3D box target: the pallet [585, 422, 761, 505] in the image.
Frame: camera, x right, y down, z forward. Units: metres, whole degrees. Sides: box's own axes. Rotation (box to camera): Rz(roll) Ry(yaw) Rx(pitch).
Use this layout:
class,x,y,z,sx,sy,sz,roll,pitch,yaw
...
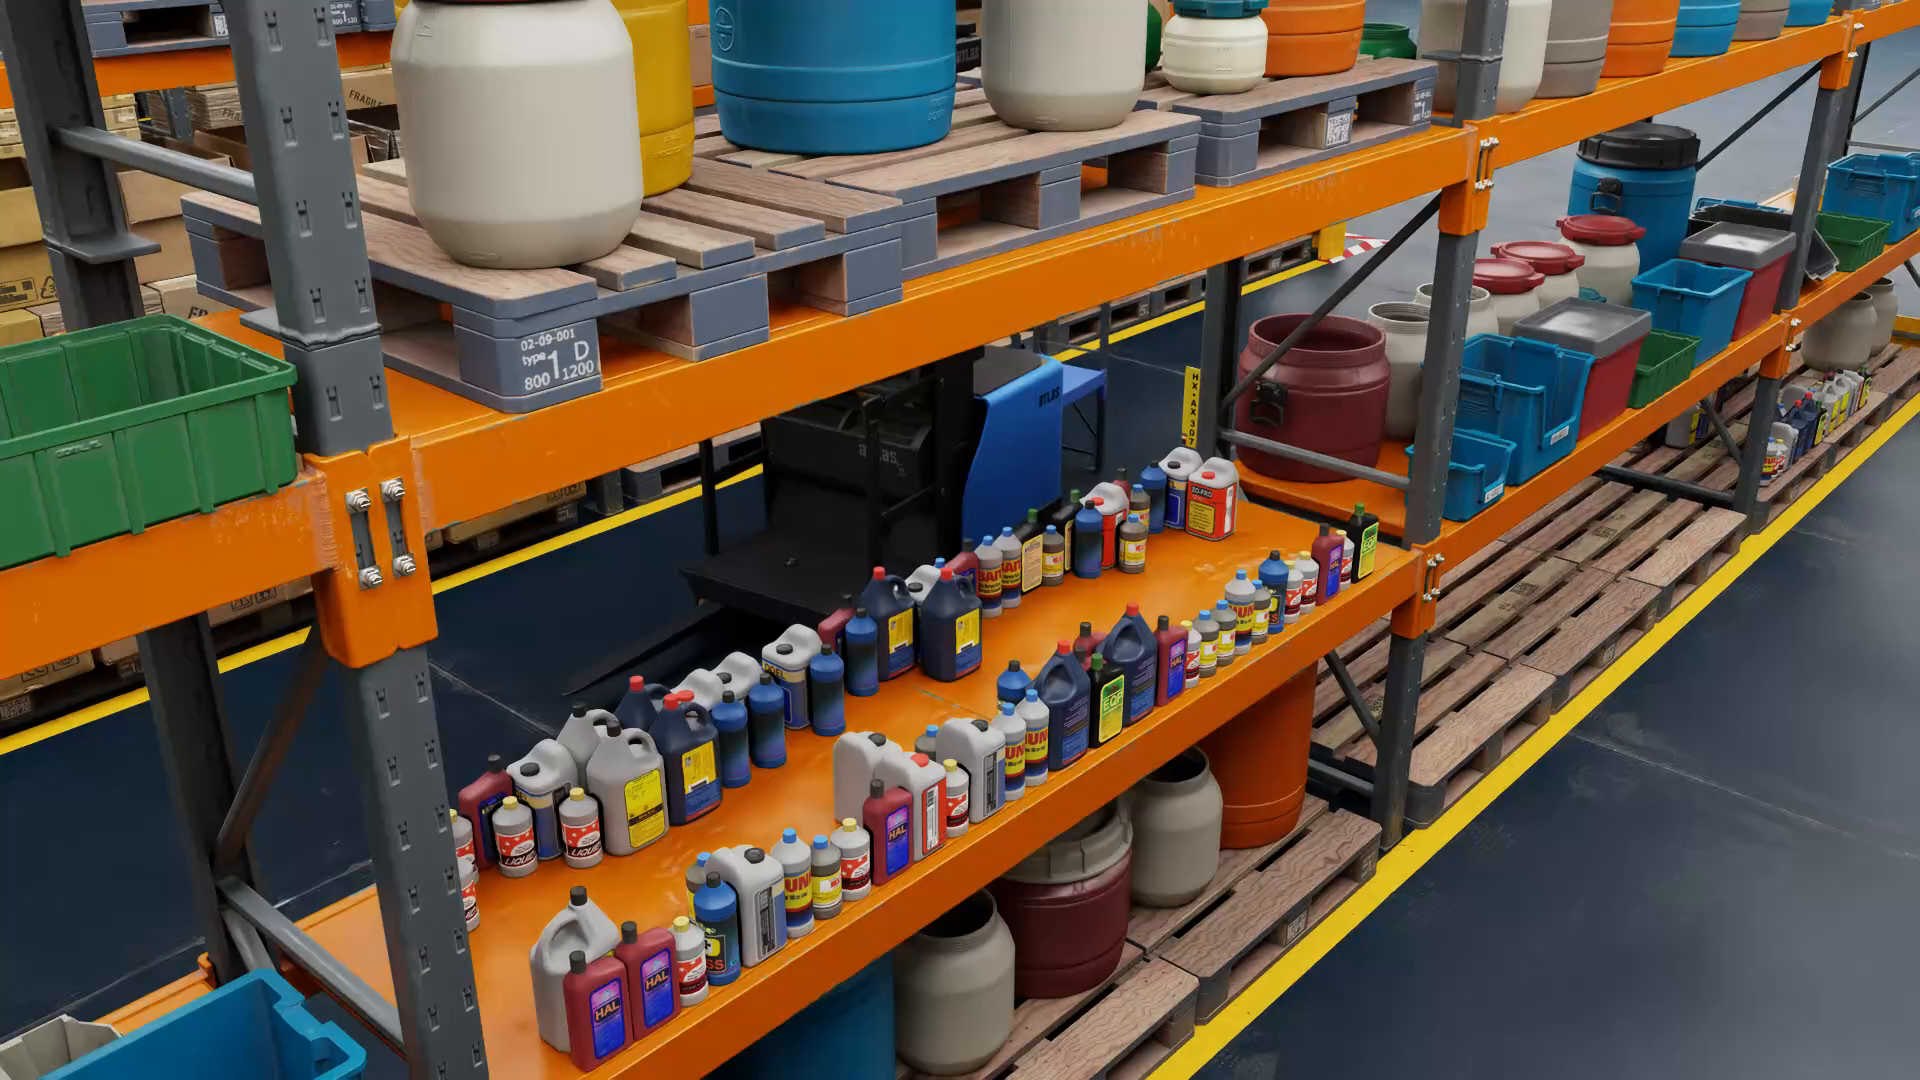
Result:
class,x,y,z,sx,sy,sz,roll,pitch,yaw
pallet,-1.830,-0.613,10.360,1.003,0.211,1.213,20,31,38

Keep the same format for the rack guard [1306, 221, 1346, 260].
class,x,y,z,sx,sy,sz,roll,pitch,yaw
rack guard,2.936,-2.922,15.155,1.175,0.500,0.348,20,31,38

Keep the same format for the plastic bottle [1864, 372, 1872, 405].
class,x,y,z,sx,sy,sz,roll,pitch,yaw
plastic bottle,5.776,-0.978,10.646,0.097,0.201,0.097,0,24,0

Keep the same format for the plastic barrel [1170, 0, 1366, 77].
class,x,y,z,sx,sy,sz,roll,pitch,yaw
plastic barrel,0.955,-1.880,5.071,0.600,0.830,0.708,20,31,38

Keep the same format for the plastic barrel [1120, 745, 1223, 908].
class,x,y,z,sx,sy,sz,roll,pitch,yaw
plastic barrel,0.712,0.998,5.885,0.421,0.512,0.421,0,24,0

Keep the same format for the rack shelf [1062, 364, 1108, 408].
class,x,y,z,sx,sy,sz,roll,pitch,yaw
rack shelf,0.387,-0.818,9.680,0.538,0.185,1.000,15,28,30

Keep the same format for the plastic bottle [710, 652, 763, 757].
class,x,y,z,sx,sy,sz,roll,pitch,yaw
plastic bottle,-0.641,0.465,4.697,0.152,0.276,0.135,20,31,38

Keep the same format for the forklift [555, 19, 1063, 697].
class,x,y,z,sx,sy,sz,roll,pitch,yaw
forklift,-0.662,-0.918,7.716,1.130,2.935,3.031,15,28,30

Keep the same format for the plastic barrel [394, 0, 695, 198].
class,x,y,z,sx,sy,sz,roll,pitch,yaw
plastic barrel,-0.876,-1.057,3.530,0.600,0.588,0.600,0,24,0

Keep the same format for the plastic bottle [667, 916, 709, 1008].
class,x,y,z,sx,sy,sz,roll,pitch,yaw
plastic bottle,-0.619,0.938,3.735,0.097,0.201,0.097,0,24,0

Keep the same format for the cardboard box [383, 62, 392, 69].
class,x,y,z,sx,sy,sz,roll,pitch,yaw
cardboard box,-4.654,-4.136,13.464,0.700,0.500,0.500,20,31,37

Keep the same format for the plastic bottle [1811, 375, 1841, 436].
class,x,y,z,sx,sy,sz,roll,pitch,yaw
plastic bottle,5.263,-0.826,10.126,0.144,0.351,0.185,20,31,37

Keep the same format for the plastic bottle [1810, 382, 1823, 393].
class,x,y,z,sx,sy,sz,roll,pitch,yaw
plastic bottle,5.389,-0.894,10.461,0.097,0.201,0.097,0,24,0

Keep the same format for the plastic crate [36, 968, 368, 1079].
class,x,y,z,sx,sy,sz,roll,pitch,yaw
plastic crate,-1.392,1.138,2.991,0.392,0.384,0.575,20,31,38

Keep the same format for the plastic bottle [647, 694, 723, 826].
class,x,y,z,sx,sy,sz,roll,pitch,yaw
plastic bottle,-0.733,0.559,4.397,0.144,0.351,0.185,20,31,38

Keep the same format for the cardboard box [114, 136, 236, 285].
class,x,y,z,sx,sy,sz,roll,pitch,yaw
cardboard box,-3.732,-1.529,7.646,0.797,0.503,0.637,21,32,39

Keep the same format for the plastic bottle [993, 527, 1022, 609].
class,x,y,z,sx,sy,sz,roll,pitch,yaw
plastic bottle,0.157,0.087,5.548,0.097,0.271,0.097,0,24,0

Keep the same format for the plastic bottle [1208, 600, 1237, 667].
class,x,y,z,sx,sy,sz,roll,pitch,yaw
plastic bottle,0.814,0.284,5.194,0.097,0.201,0.097,0,24,0

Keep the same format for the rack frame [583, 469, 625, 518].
class,x,y,z,sx,sy,sz,roll,pitch,yaw
rack frame,-2.353,-1.648,9.259,1.000,3.000,0.127,20,31,38

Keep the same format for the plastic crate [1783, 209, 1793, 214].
class,x,y,z,sx,sy,sz,roll,pitch,yaw
plastic crate,4.900,-1.958,10.272,0.530,0.136,0.437,20,31,38

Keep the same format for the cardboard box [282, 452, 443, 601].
class,x,y,z,sx,sy,sz,roll,pitch,yaw
cardboard box,-3.429,-0.396,8.551,1.225,0.875,0.875,20,31,38

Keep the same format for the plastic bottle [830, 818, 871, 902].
class,x,y,z,sx,sy,sz,roll,pitch,yaw
plastic bottle,-0.269,0.778,4.091,0.097,0.201,0.097,0,24,0

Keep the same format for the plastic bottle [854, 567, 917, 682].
class,x,y,z,sx,sy,sz,roll,pitch,yaw
plastic bottle,-0.229,0.241,5.107,0.144,0.351,0.185,20,31,38

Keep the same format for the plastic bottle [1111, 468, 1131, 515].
class,x,y,z,sx,sy,sz,roll,pitch,yaw
plastic bottle,0.553,-0.111,5.974,0.061,0.283,0.133,20,31,38

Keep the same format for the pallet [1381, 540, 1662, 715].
class,x,y,z,sx,sy,sz,roll,pitch,yaw
pallet,2.696,0.381,8.141,1.003,0.211,1.213,20,31,38

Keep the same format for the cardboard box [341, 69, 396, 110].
class,x,y,z,sx,sy,sz,roll,pitch,yaw
cardboard box,-4.804,-3.451,13.158,0.500,0.500,0.500,20,31,37

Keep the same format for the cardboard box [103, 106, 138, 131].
class,x,y,z,sx,sy,sz,roll,pitch,yaw
cardboard box,-5.970,-2.971,11.640,0.380,0.149,0.250,21,32,39

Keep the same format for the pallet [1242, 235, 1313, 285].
class,x,y,z,sx,sy,sz,roll,pitch,yaw
pallet,2.367,-2.552,14.684,1.003,0.211,1.213,20,31,38

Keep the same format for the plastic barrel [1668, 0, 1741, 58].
class,x,y,z,sx,sy,sz,roll,pitch,yaw
plastic barrel,2.955,-2.499,6.878,0.600,0.901,0.708,20,31,38

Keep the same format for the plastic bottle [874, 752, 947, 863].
class,x,y,z,sx,sy,sz,roll,pitch,yaw
plastic bottle,-0.123,0.661,4.262,0.152,0.276,0.135,20,31,38

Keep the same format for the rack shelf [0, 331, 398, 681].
class,x,y,z,sx,sy,sz,roll,pitch,yaw
rack shelf,-2.669,0.492,1.699,1.077,0.370,4.000,20,31,38

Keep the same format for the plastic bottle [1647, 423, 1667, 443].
class,x,y,z,sx,sy,sz,roll,pitch,yaw
plastic bottle,4.221,-0.781,10.026,0.144,0.351,0.185,19,30,36

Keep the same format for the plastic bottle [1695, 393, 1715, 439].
class,x,y,z,sx,sy,sz,roll,pitch,yaw
plastic bottle,4.476,-0.773,10.099,0.152,0.276,0.135,20,31,38

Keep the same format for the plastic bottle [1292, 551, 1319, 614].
class,x,y,z,sx,sy,sz,roll,pitch,yaw
plastic bottle,1.139,0.135,5.525,0.097,0.201,0.097,0,24,0

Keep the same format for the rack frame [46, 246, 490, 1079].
class,x,y,z,sx,sy,sz,roll,pitch,yaw
rack frame,-1.334,0.923,3.525,1.000,3.000,0.127,20,31,38

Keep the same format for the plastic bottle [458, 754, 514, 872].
class,x,y,z,sx,sy,sz,roll,pitch,yaw
plastic bottle,-1.191,0.685,4.198,0.061,0.283,0.133,20,31,38

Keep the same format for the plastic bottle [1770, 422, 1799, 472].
class,x,y,z,sx,sy,sz,roll,pitch,yaw
plastic bottle,4.740,-0.556,9.614,0.152,0.276,0.135,22,32,39

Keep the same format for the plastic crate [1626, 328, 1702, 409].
class,x,y,z,sx,sy,sz,roll,pitch,yaw
plastic crate,3.053,-0.810,7.649,0.450,0.188,0.662,20,31,38

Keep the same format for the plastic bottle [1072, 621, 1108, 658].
class,x,y,z,sx,sy,sz,roll,pitch,yaw
plastic bottle,0.390,0.363,4.918,0.061,0.283,0.133,20,31,38

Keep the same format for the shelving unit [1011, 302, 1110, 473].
class,x,y,z,sx,sy,sz,roll,pitch,yaw
shelving unit,0.387,-0.982,9.606,0.538,1.500,1.048,15,28,30

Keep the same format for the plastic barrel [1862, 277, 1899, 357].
class,x,y,z,sx,sy,sz,roll,pitch,yaw
plastic barrel,6.293,-1.568,11.608,0.421,0.512,0.421,0,24,0

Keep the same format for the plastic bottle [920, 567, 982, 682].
class,x,y,z,sx,sy,sz,roll,pitch,yaw
plastic bottle,-0.026,0.241,5.106,0.144,0.351,0.185,20,31,38

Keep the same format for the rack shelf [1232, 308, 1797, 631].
class,x,y,z,sx,sy,sz,roll,pitch,yaw
rack shelf,2.671,-0.577,7.749,1.077,0.370,4.000,20,31,38

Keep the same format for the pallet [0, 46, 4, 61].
class,x,y,z,sx,sy,sz,roll,pitch,yaw
pallet,-4.447,-2.003,6.620,0.805,0.209,1.217,19,30,36

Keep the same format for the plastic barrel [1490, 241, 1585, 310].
class,x,y,z,sx,sy,sz,roll,pitch,yaw
plastic barrel,2.714,-1.121,7.918,0.433,0.535,0.433,0,24,0

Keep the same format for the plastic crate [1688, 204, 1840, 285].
class,x,y,z,sx,sy,sz,roll,pitch,yaw
plastic crate,4.449,-1.611,9.252,0.767,0.338,0.504,20,31,38

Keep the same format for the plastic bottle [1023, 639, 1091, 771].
class,x,y,z,sx,sy,sz,roll,pitch,yaw
plastic bottle,0.271,0.449,4.643,0.144,0.351,0.185,20,31,38

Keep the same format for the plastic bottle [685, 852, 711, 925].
class,x,y,z,sx,sy,sz,roll,pitch,yaw
plastic bottle,-0.602,0.837,3.960,0.097,0.201,0.097,0,24,0

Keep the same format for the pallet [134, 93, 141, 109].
class,x,y,z,sx,sy,sz,roll,pitch,yaw
pallet,-10.200,-5.885,22.118,1.003,0.211,1.213,20,31,38
